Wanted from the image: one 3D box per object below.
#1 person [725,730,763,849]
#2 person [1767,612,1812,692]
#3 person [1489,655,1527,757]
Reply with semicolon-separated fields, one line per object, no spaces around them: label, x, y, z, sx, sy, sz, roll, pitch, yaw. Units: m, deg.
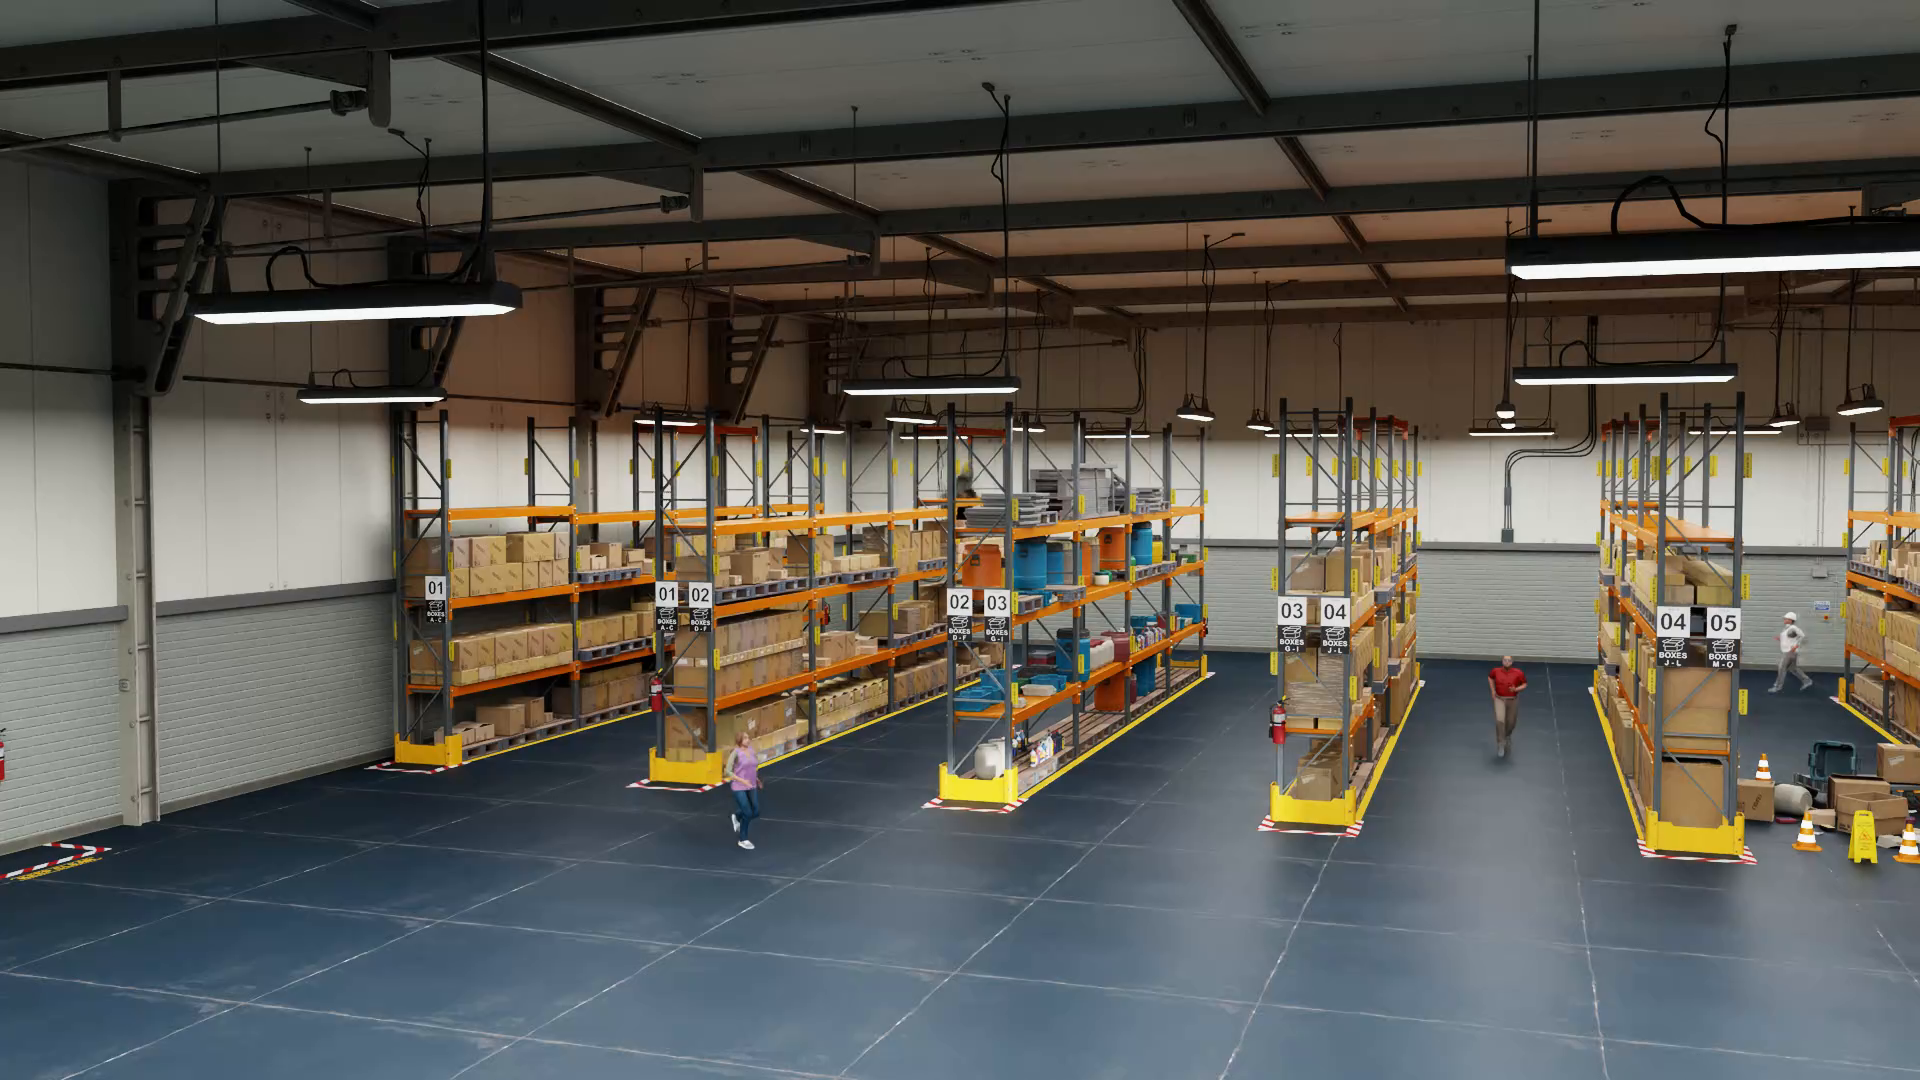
person;-2.878;3.290;21.994;0.549;1.560;0.541;2;3;40
person;18.499;2.507;37.049;0.934;1.790;0.660;1;3;20
person;9.661;2.902;29.317;0.625;1.780;1.054;1;3;12
